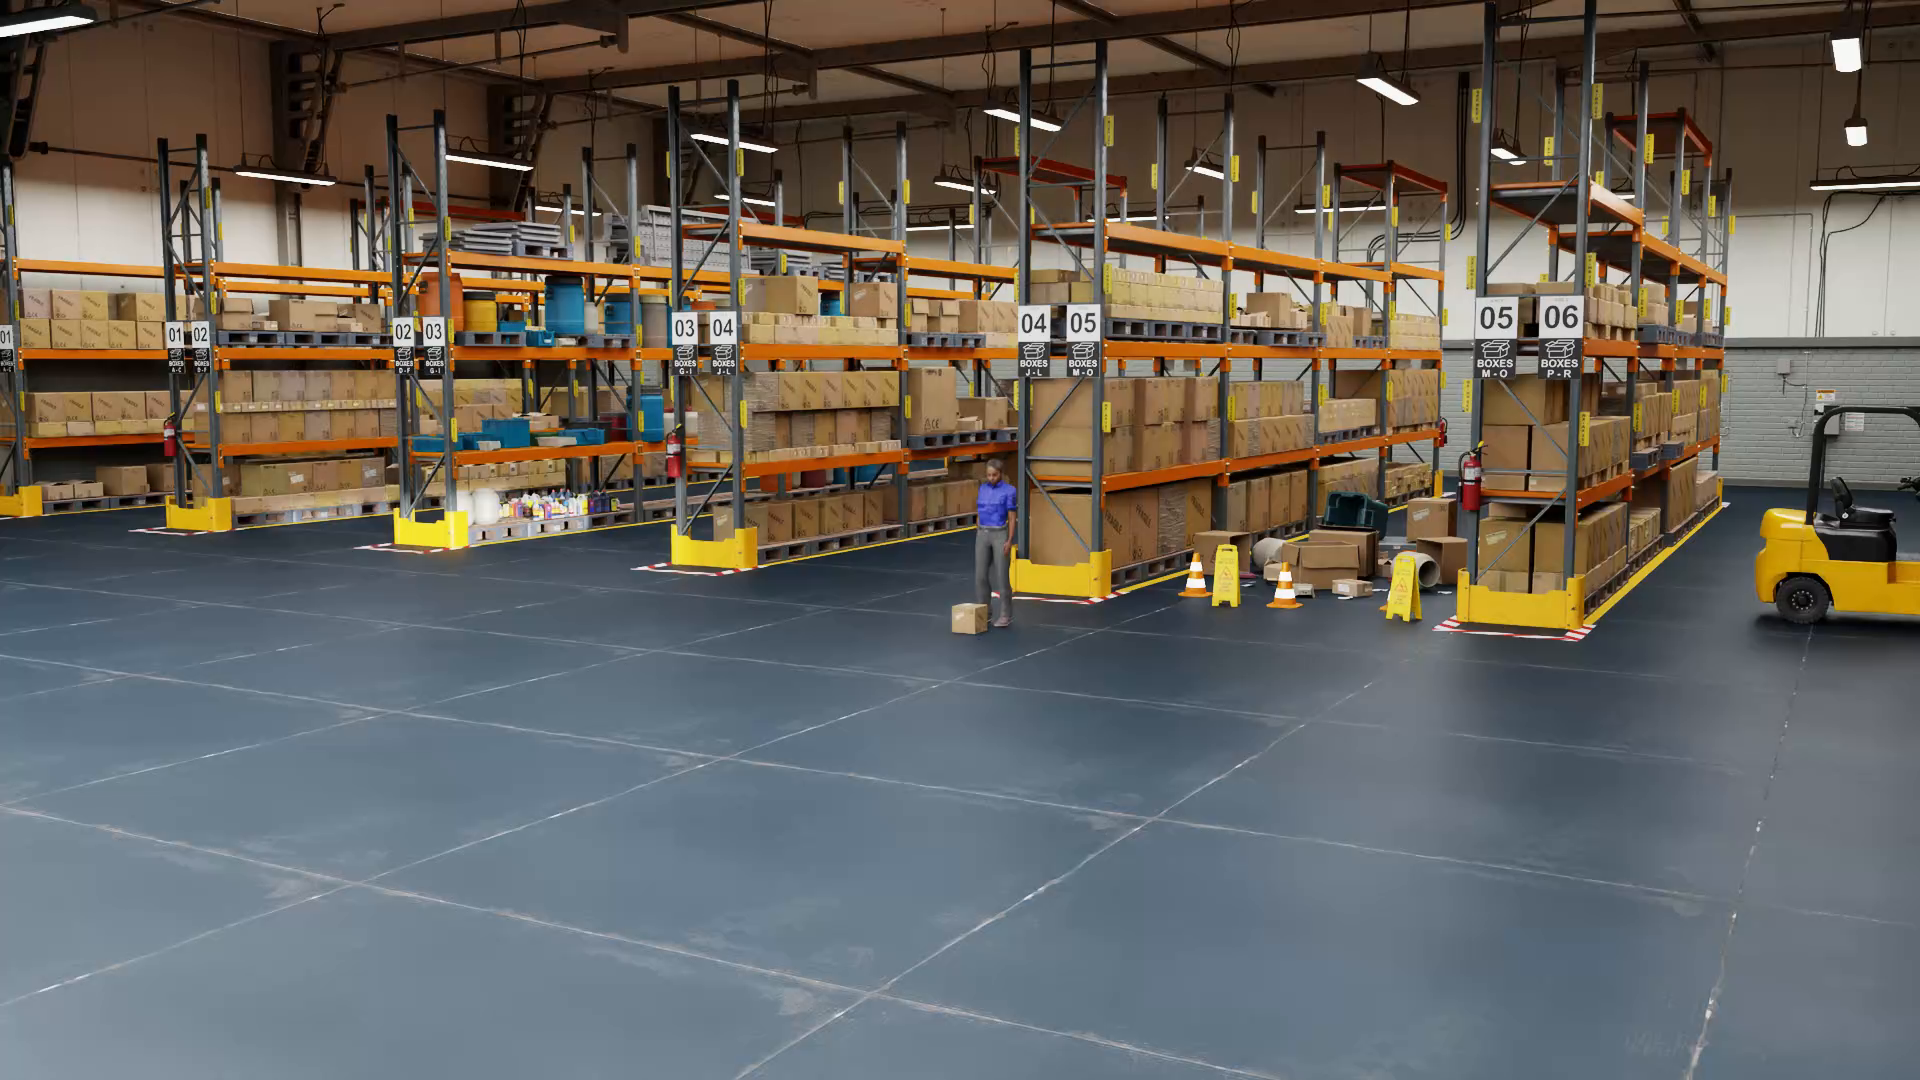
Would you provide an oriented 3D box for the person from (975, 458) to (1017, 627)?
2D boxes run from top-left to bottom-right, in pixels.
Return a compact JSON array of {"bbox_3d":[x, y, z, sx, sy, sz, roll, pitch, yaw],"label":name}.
[{"bbox_3d":[0.349,0.021,16.291,0.441,1.646,0.309,3,7,30],"label":"person"}]
